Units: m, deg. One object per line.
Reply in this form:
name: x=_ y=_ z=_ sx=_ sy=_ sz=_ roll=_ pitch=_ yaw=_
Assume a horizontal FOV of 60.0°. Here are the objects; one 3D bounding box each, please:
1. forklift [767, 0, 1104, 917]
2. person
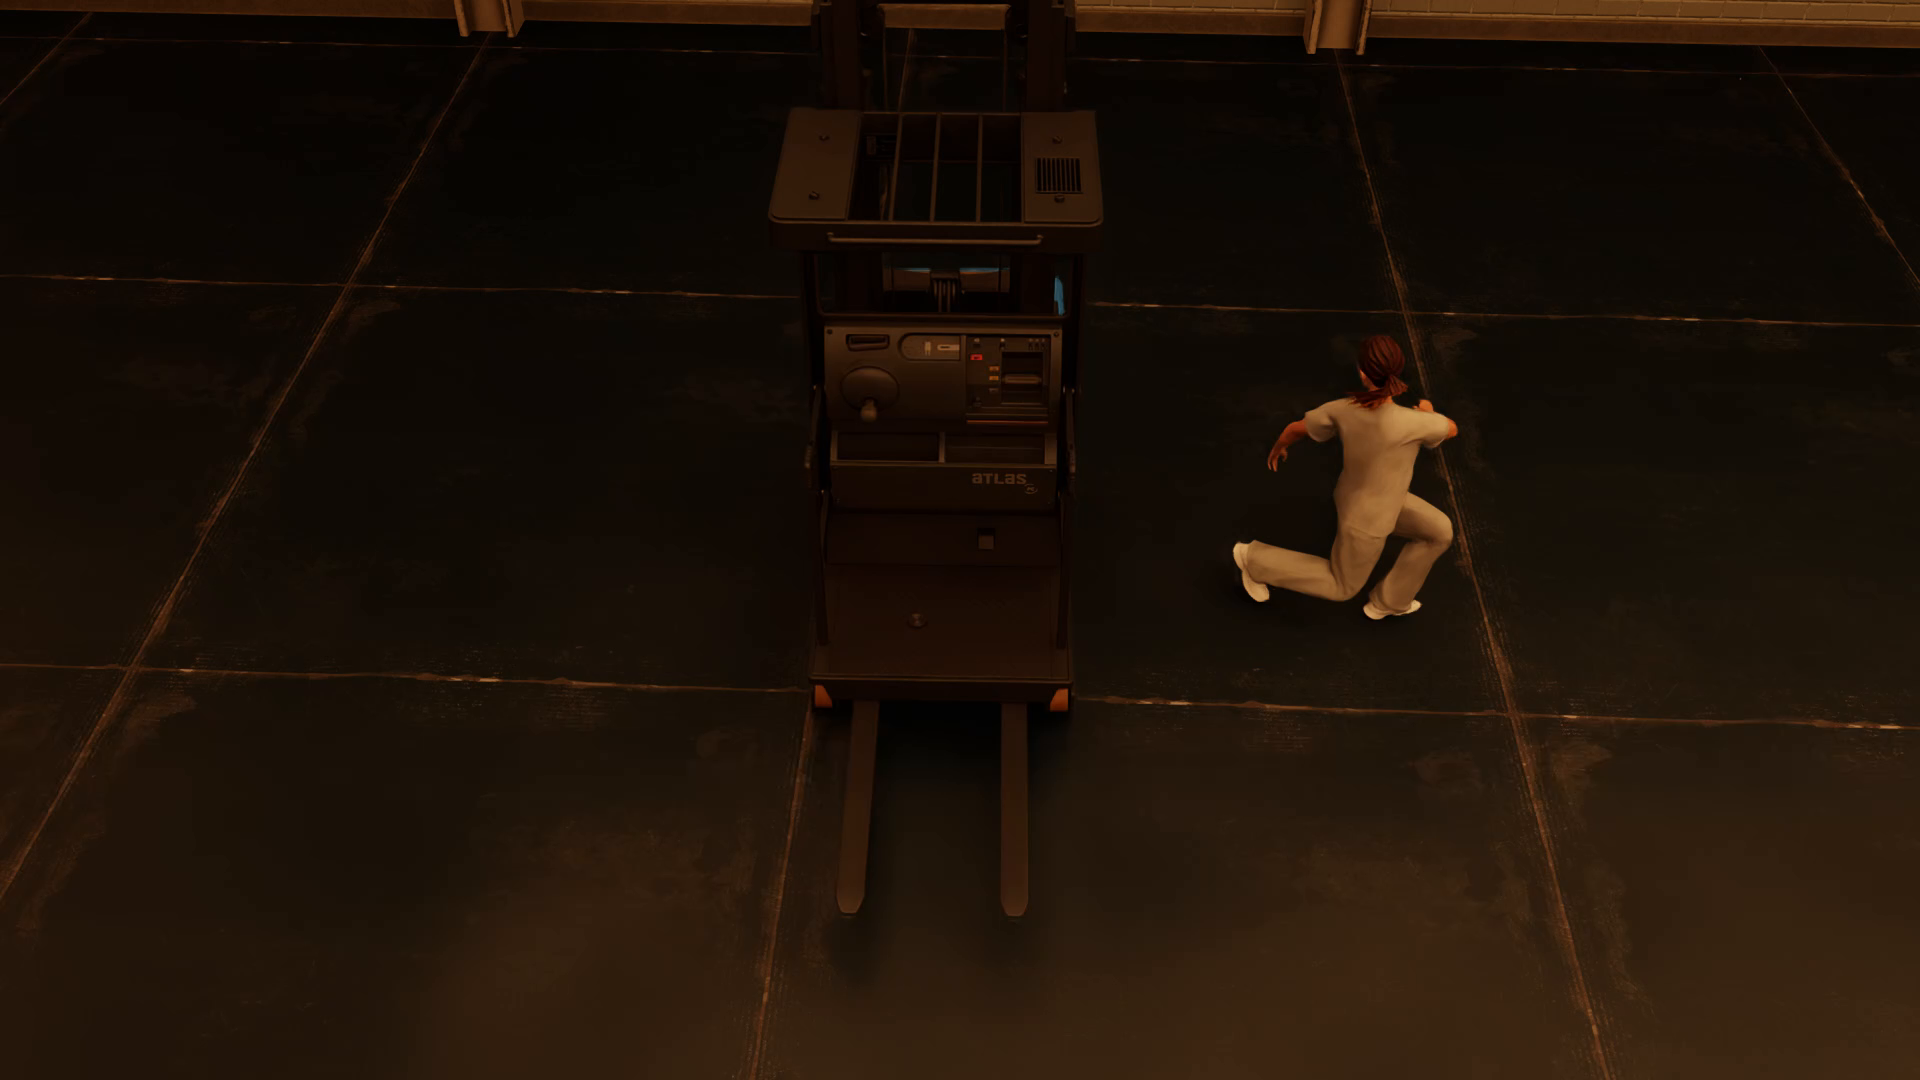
forklift: x=-0.070 y=-0.567 z=6.364 sx=1.130 sy=2.935 sz=3.031 roll=1 pitch=42 yaw=1
person: x=1.692 y=-0.247 z=7.182 sx=0.920 sy=1.438 sz=0.608 roll=-3 pitch=42 yaw=-3
